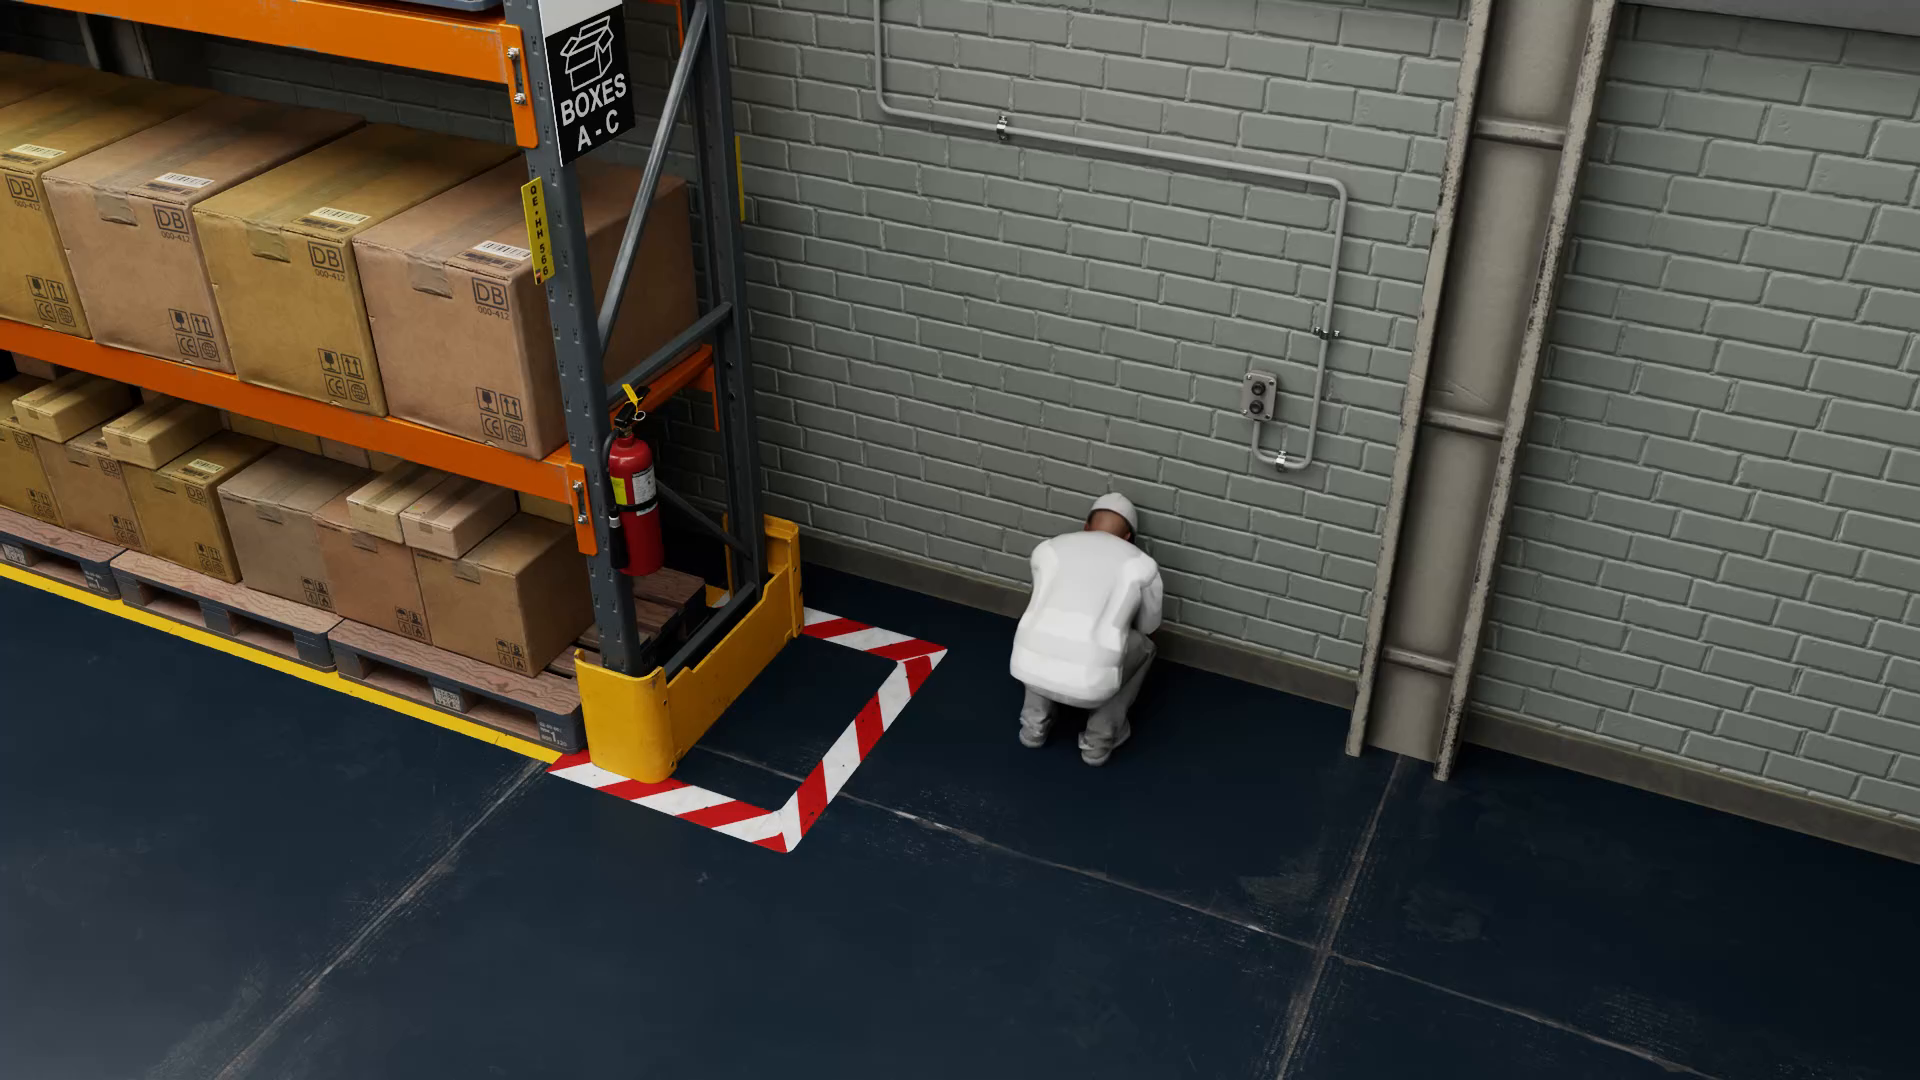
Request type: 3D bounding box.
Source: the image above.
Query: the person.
[{"bbox_3d":[0.487,0.374,6.491,0.540,0.861,0.944,14,36,20],"label":"person"}]
